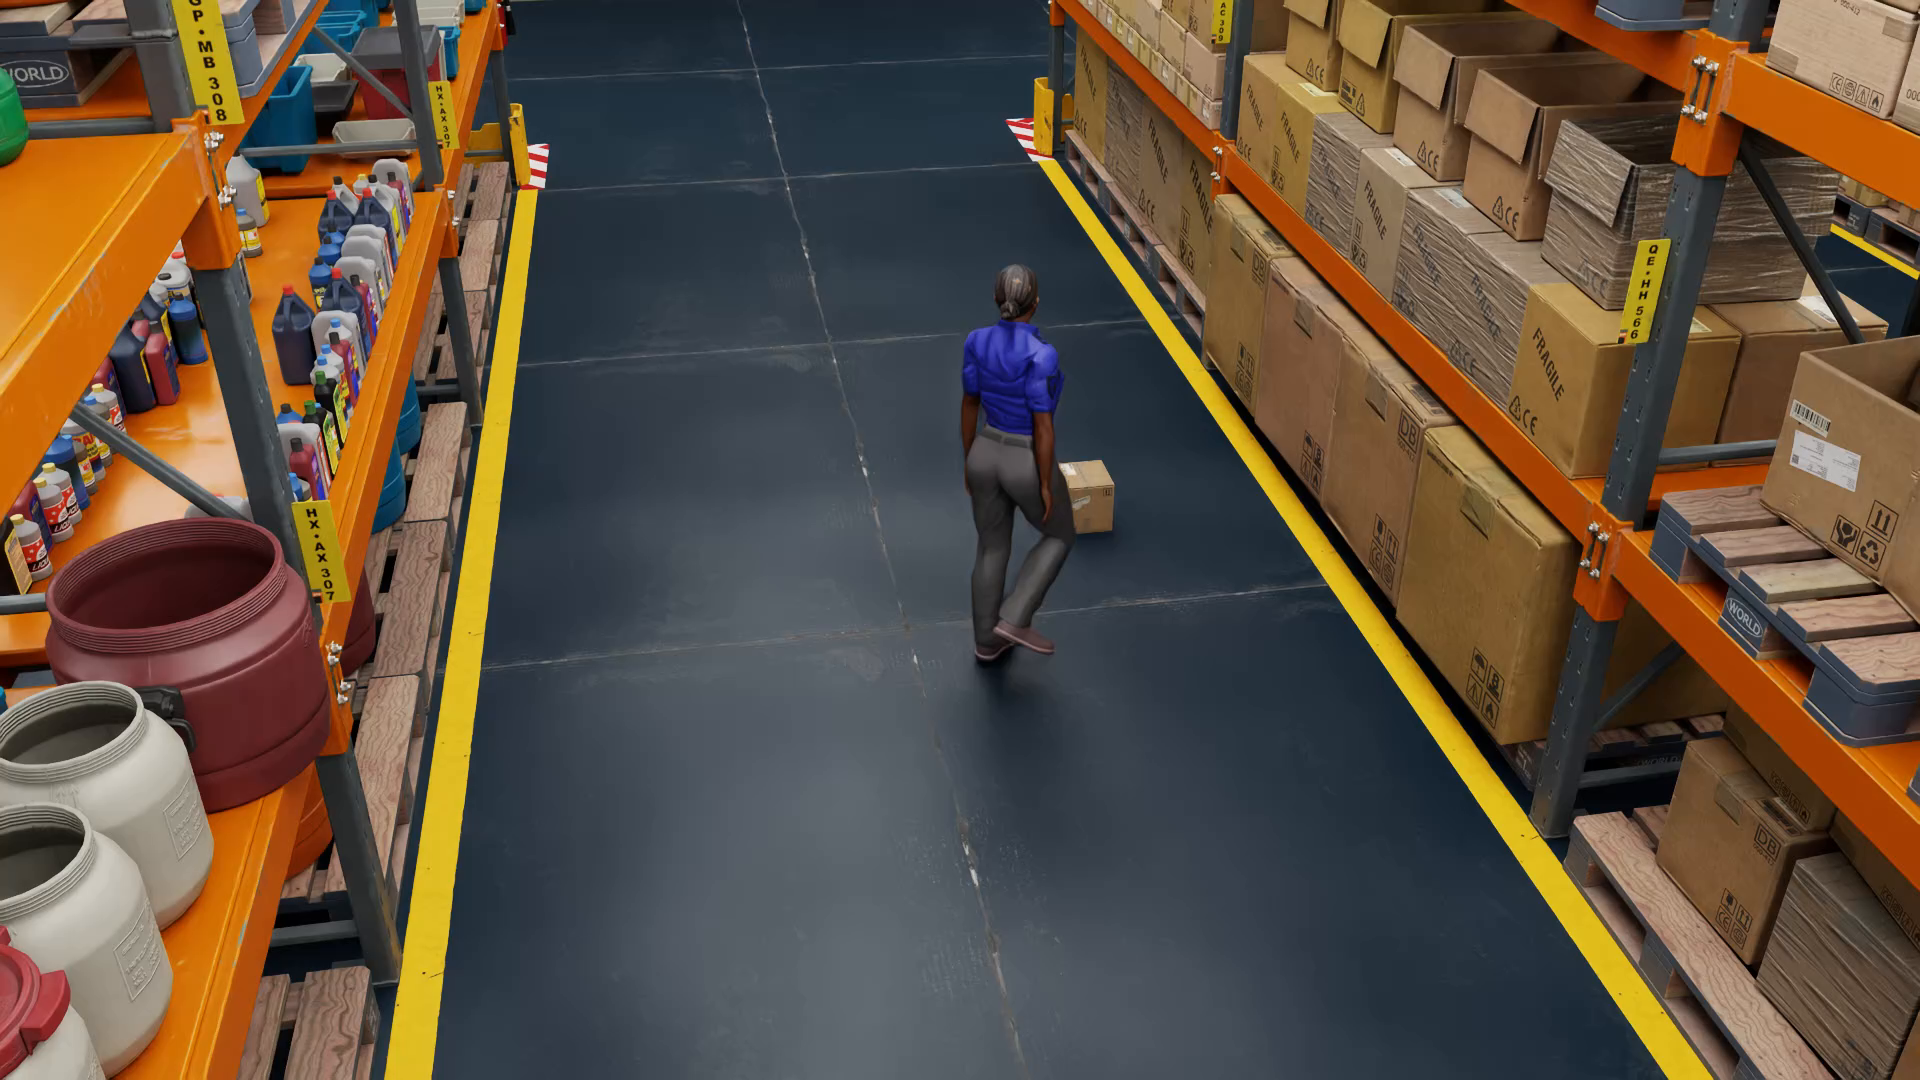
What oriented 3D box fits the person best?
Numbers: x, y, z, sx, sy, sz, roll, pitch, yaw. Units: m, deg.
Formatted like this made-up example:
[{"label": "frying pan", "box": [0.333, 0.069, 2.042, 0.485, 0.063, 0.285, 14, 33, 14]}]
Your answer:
[{"label": "person", "box": [0.201, -0.273, 6.573, 0.501, 1.648, 0.454, 19, 36, 29]}]
